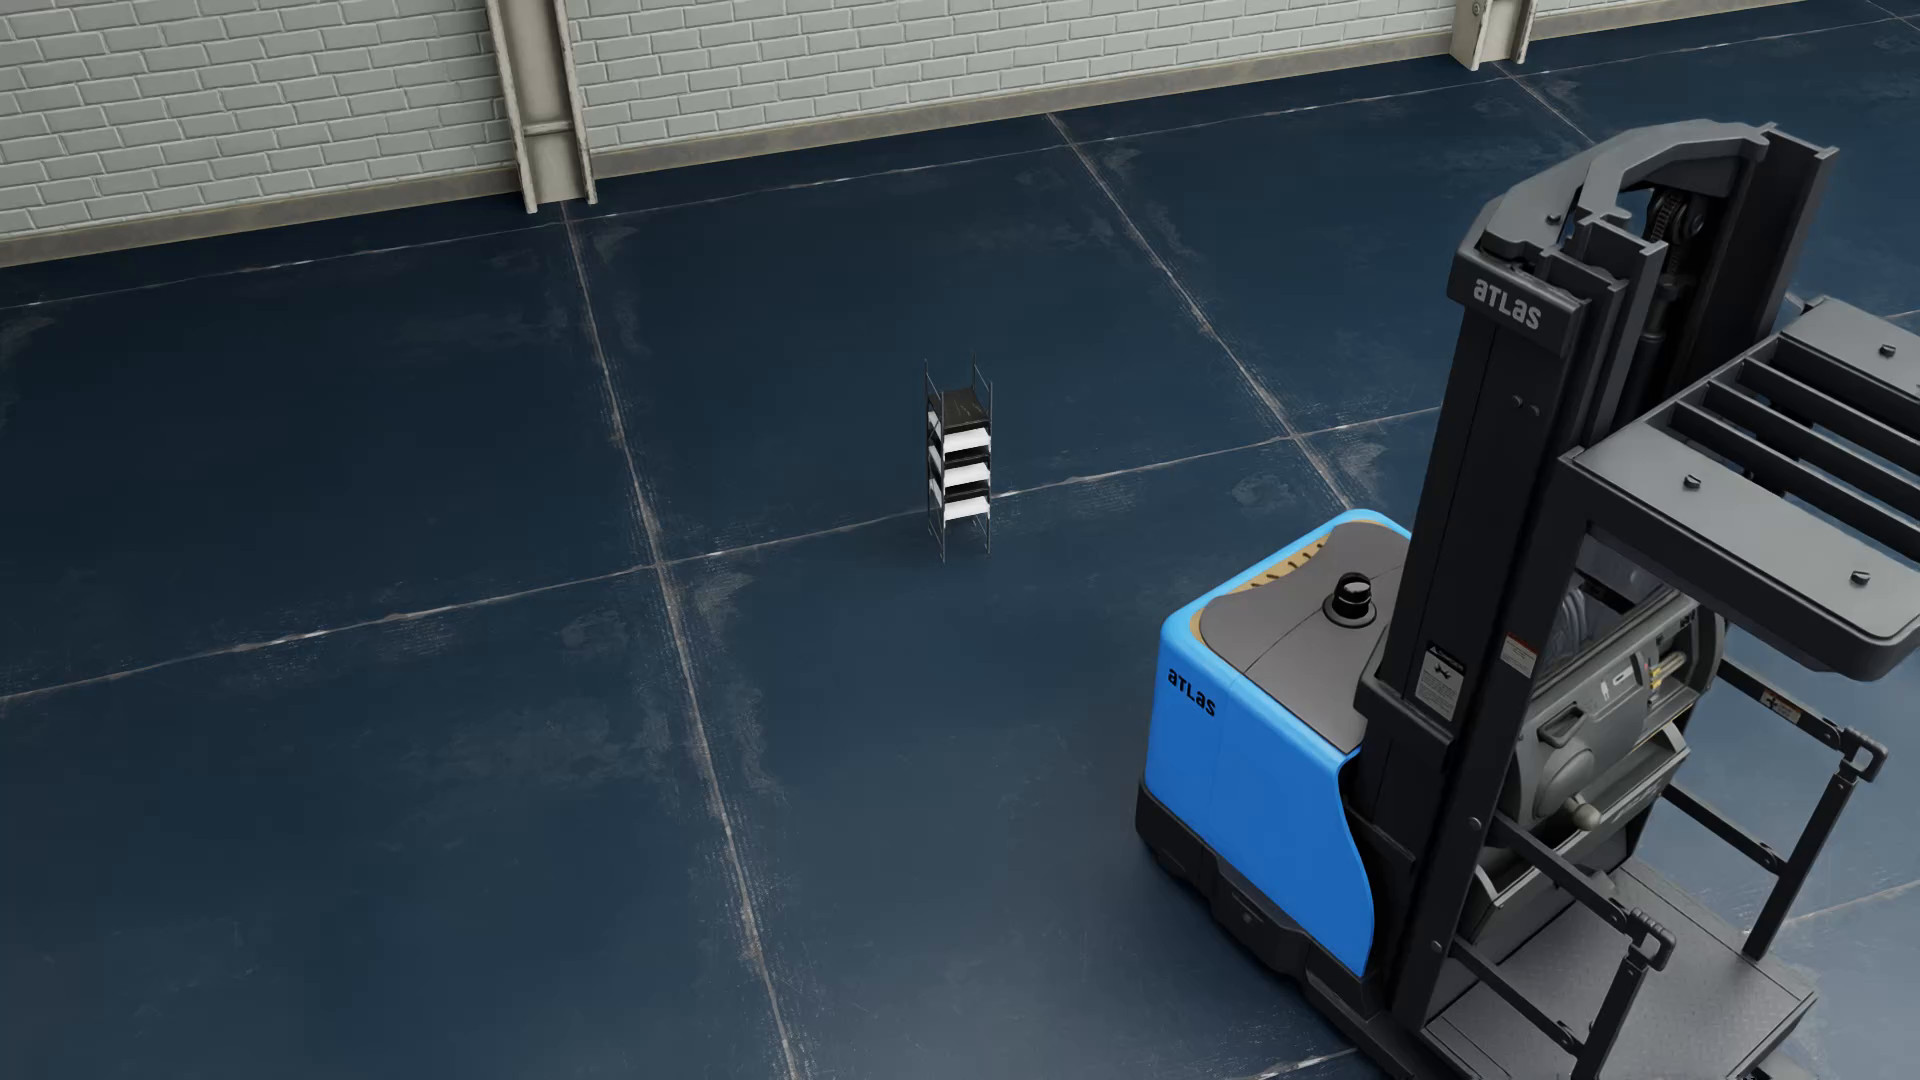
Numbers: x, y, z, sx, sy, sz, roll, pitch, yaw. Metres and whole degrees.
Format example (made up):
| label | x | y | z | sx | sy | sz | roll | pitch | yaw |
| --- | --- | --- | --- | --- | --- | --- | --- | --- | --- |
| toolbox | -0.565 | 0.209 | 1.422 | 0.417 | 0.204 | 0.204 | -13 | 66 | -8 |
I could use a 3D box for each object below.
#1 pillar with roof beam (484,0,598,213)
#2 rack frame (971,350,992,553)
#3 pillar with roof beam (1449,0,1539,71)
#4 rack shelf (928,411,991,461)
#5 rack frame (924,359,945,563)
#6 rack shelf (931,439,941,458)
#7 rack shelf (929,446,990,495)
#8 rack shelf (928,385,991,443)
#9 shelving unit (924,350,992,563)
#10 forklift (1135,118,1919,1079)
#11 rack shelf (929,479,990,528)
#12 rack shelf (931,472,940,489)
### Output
| label | x | y | z | sx | sy | sz | roll | pitch | yaw |
| --- | --- | --- | --- | --- | --- | --- | --- | --- | --- |
| pillar with roof beam | -0.998 | -2.659 | 3.454 | 0.400 | 9.000 | 9.100 | -12 | 42 | -13 |
| rack frame | 0.089 | -0.357 | 6.975 | 0.006 | 0.900 | 0.240 | -12 | 42 | -13 |
| pillar with roof beam | 4.725 | -3.845 | 4.811 | 0.400 | 9.000 | 9.100 | -12 | 42 | -13 |
| rack shelf | -0.008 | -0.448 | 6.856 | 0.200 | 0.077 | 0.258 | -12 | 42 | -13 |
| rack frame | -0.105 | -0.317 | 6.929 | 0.006 | 0.900 | 0.240 | -12 | 42 | -13 |
| rack shelf | -0.008 | -0.391 | 6.905 | 0.184 | 0.015 | 0.199 | -12 | 42 | -13 |
| rack shelf | -0.008 | -0.312 | 6.974 | 0.200 | 0.077 | 0.258 | -12 | 42 | -13 |
| rack shelf | -0.008 | -0.516 | 6.796 | 0.200 | 0.077 | 0.258 | -12 | 42 | -13 |
| shelving unit | -0.008 | -0.337 | 6.952 | 0.210 | 0.900 | 0.258 | -12 | 42 | -13 |
| forklift | 1.935 | 0.529 | 4.417 | 1.130 | 2.935 | 3.031 | -27 | 48 | -28 |
| rack shelf | -0.008 | -0.177 | 7.092 | 0.200 | 0.077 | 0.258 | -12 | 42 | -13 |
| rack shelf | -0.008 | -0.256 | 7.023 | 0.184 | 0.015 | 0.199 | -12 | 42 | -13 |
